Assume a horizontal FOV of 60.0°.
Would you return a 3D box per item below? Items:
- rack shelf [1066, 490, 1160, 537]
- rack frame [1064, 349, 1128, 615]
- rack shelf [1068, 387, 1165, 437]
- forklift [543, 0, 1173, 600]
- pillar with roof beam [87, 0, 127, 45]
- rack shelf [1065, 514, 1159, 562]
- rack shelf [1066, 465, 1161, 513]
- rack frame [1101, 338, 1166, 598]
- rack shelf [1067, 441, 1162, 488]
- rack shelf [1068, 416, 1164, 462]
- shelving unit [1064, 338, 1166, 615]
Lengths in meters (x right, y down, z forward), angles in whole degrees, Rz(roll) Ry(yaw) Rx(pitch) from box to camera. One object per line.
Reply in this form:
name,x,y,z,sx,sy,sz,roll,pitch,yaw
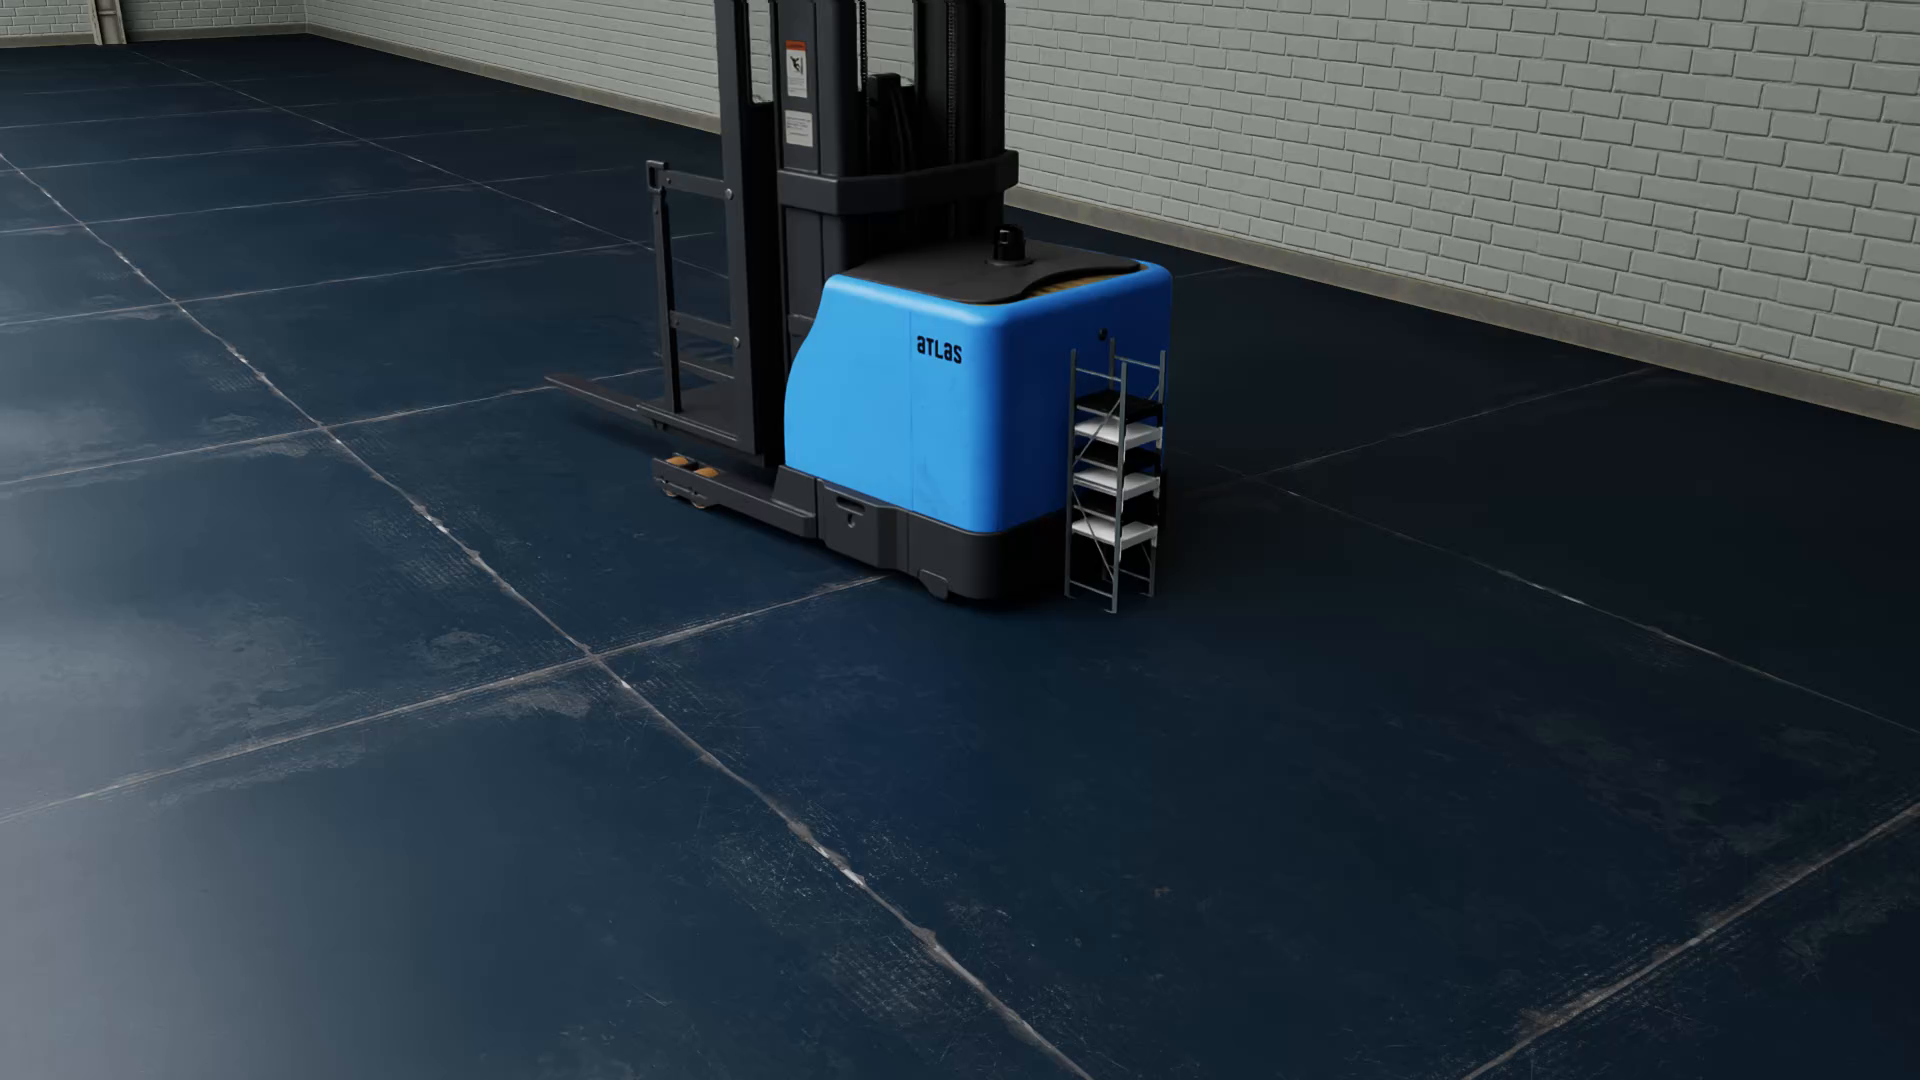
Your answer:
rack shelf,0.529,-0.103,5.771,0.258,0.077,0.200,20,29,41
rack frame,0.458,-0.190,5.658,0.240,0.900,0.006,20,29,41
rack shelf,0.530,-0.437,5.637,0.258,0.077,0.200,20,29,41
forklift,-0.620,-1.606,6.467,3.031,2.935,1.130,20,29,41
pillar with roof beam,-10.455,-10.467,20.485,0.400,9.000,9.100,-15,26,-33
rack shelf,0.529,-0.019,5.805,0.258,0.077,0.200,20,29,41
rack shelf,0.529,-0.186,5.738,0.258,0.077,0.200,20,29,41
rack frame,0.601,-0.244,5.792,0.240,0.900,0.006,20,29,41
rack shelf,0.529,-0.270,5.704,0.258,0.077,0.200,20,29,41
rack shelf,0.530,-0.353,5.670,0.258,0.077,0.200,20,29,41
shelving unit,0.529,-0.217,5.725,0.258,0.900,0.210,20,29,41
